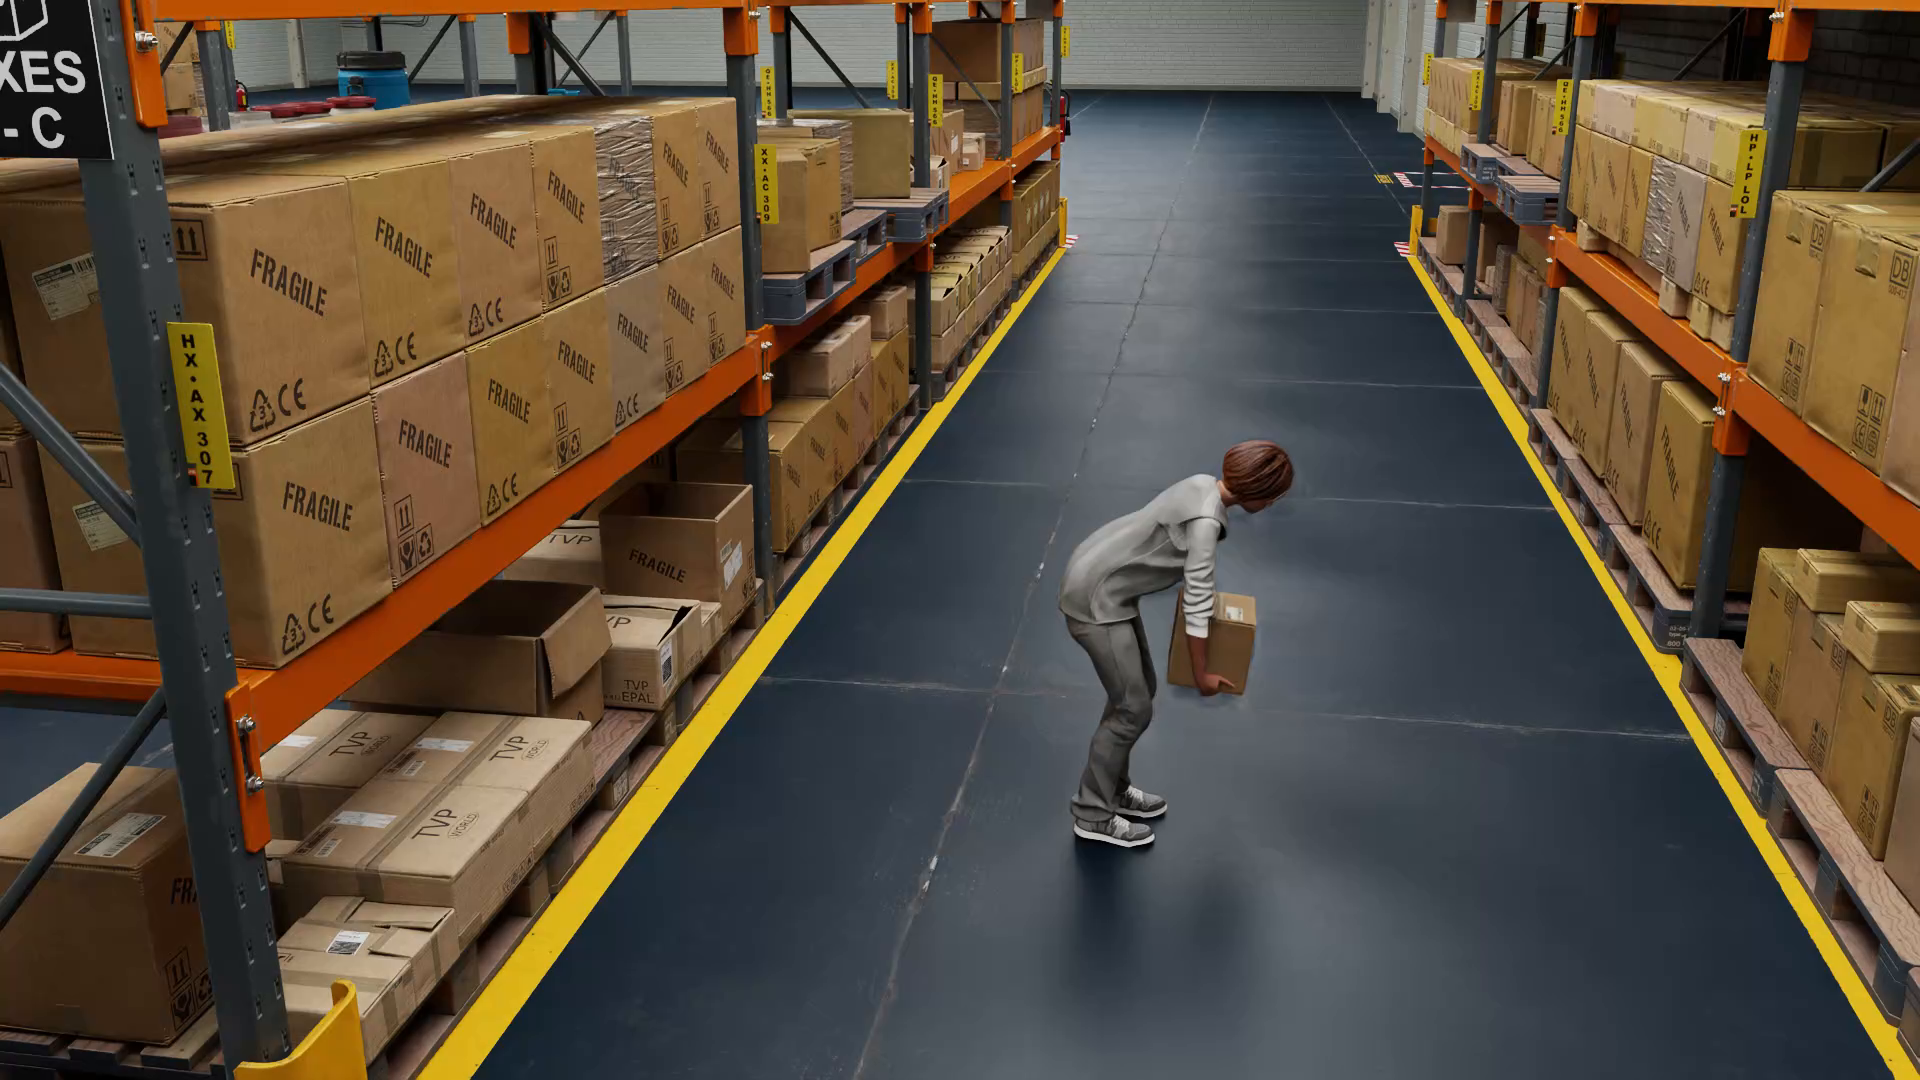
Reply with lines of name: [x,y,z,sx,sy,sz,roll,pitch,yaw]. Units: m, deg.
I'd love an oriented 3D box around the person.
person: [0.682,0.337,5.441,0.737,1.356,0.379,3,18,8]
